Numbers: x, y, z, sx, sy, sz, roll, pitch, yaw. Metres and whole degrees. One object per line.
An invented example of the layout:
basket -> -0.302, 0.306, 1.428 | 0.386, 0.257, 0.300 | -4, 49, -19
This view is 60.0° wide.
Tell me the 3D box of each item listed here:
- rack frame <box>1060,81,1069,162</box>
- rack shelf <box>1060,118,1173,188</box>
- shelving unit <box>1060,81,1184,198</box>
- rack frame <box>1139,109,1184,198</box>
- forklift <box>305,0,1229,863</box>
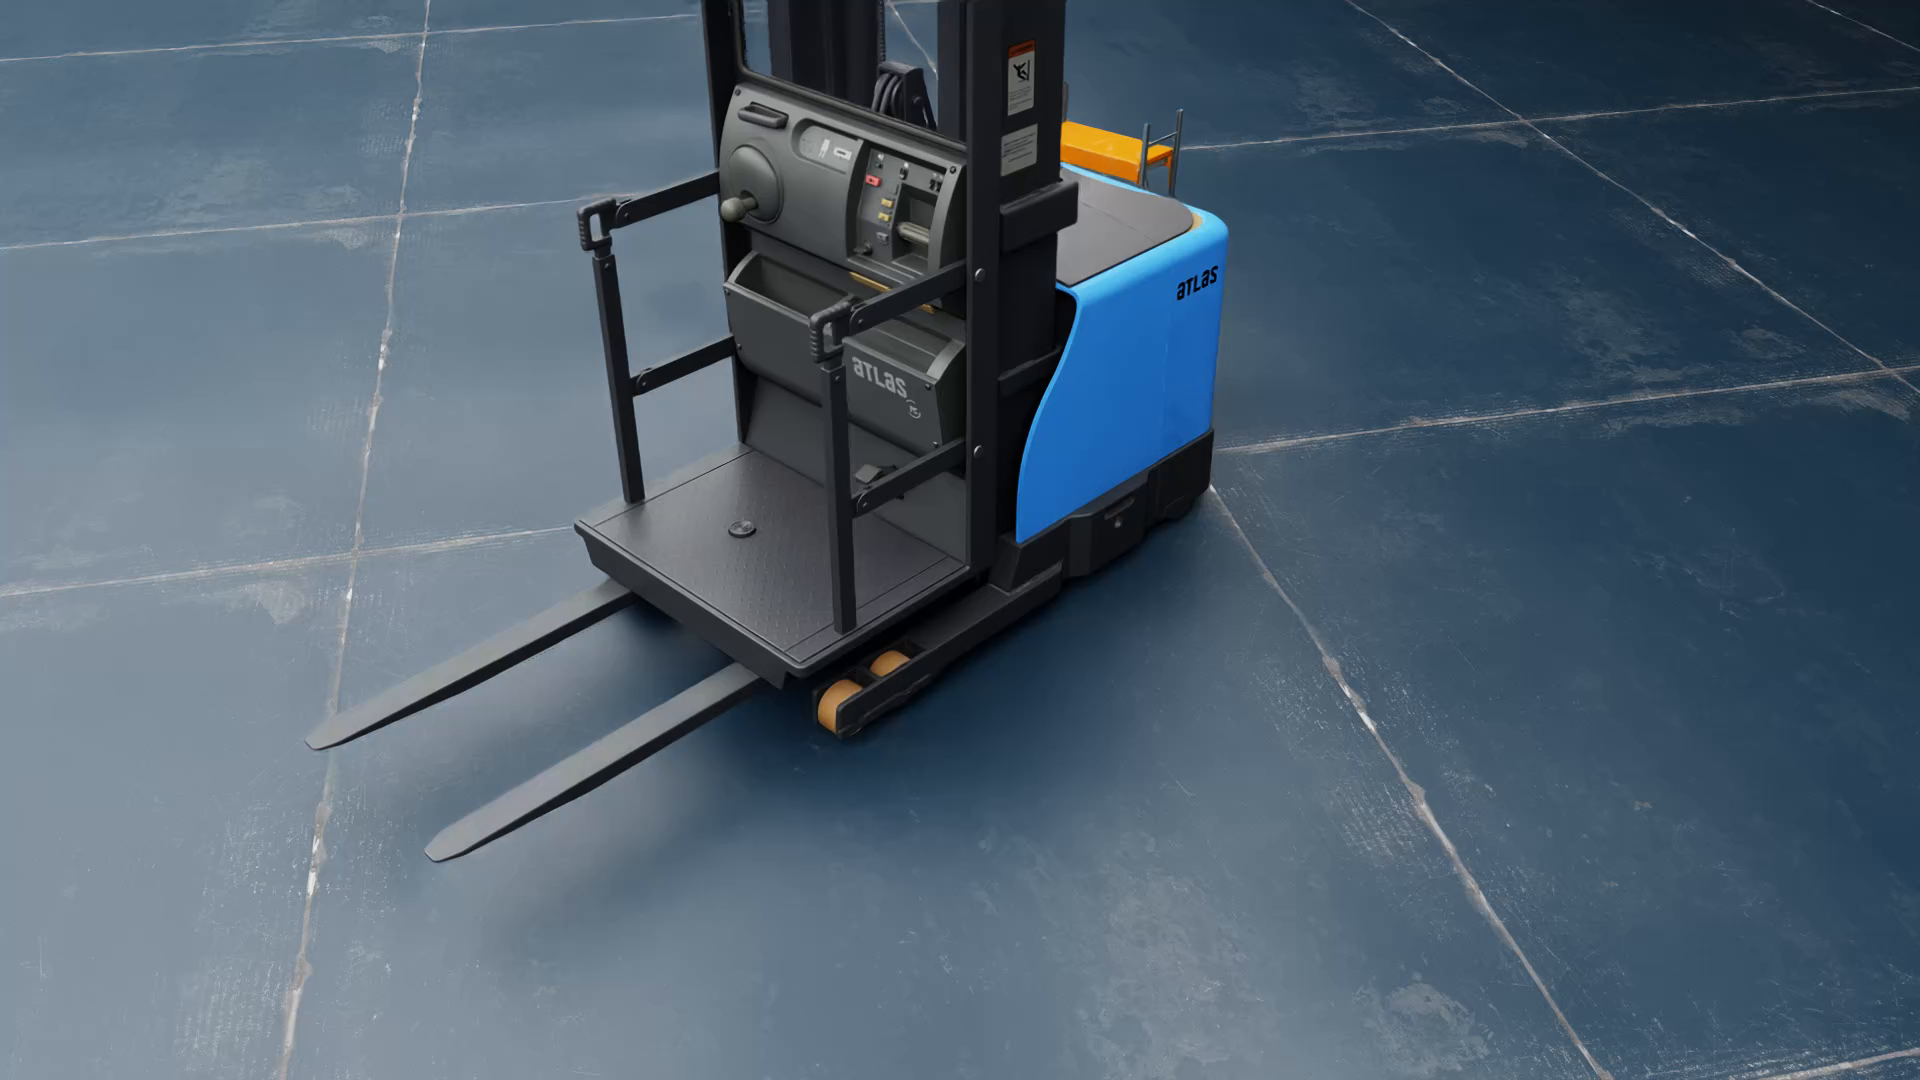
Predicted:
rack frame -> 0.299, -1.122, 6.331 | 0.015, 1.200, 0.240 | 23, 37, 30
rack shelf -> 0.508, -1.375, 6.005 | 0.480, 0.148, 0.258 | 23, 37, 30
shelving unit -> 0.493, -1.039, 6.207 | 0.503, 1.200, 0.258 | 23, 37, 30
rack frame -> 0.686, -0.956, 6.084 | 0.015, 1.200, 0.240 | 23, 37, 30
forklift -> -0.498, -0.963, 4.554 | 1.130, 2.935, 3.031 | 28, 43, 35
